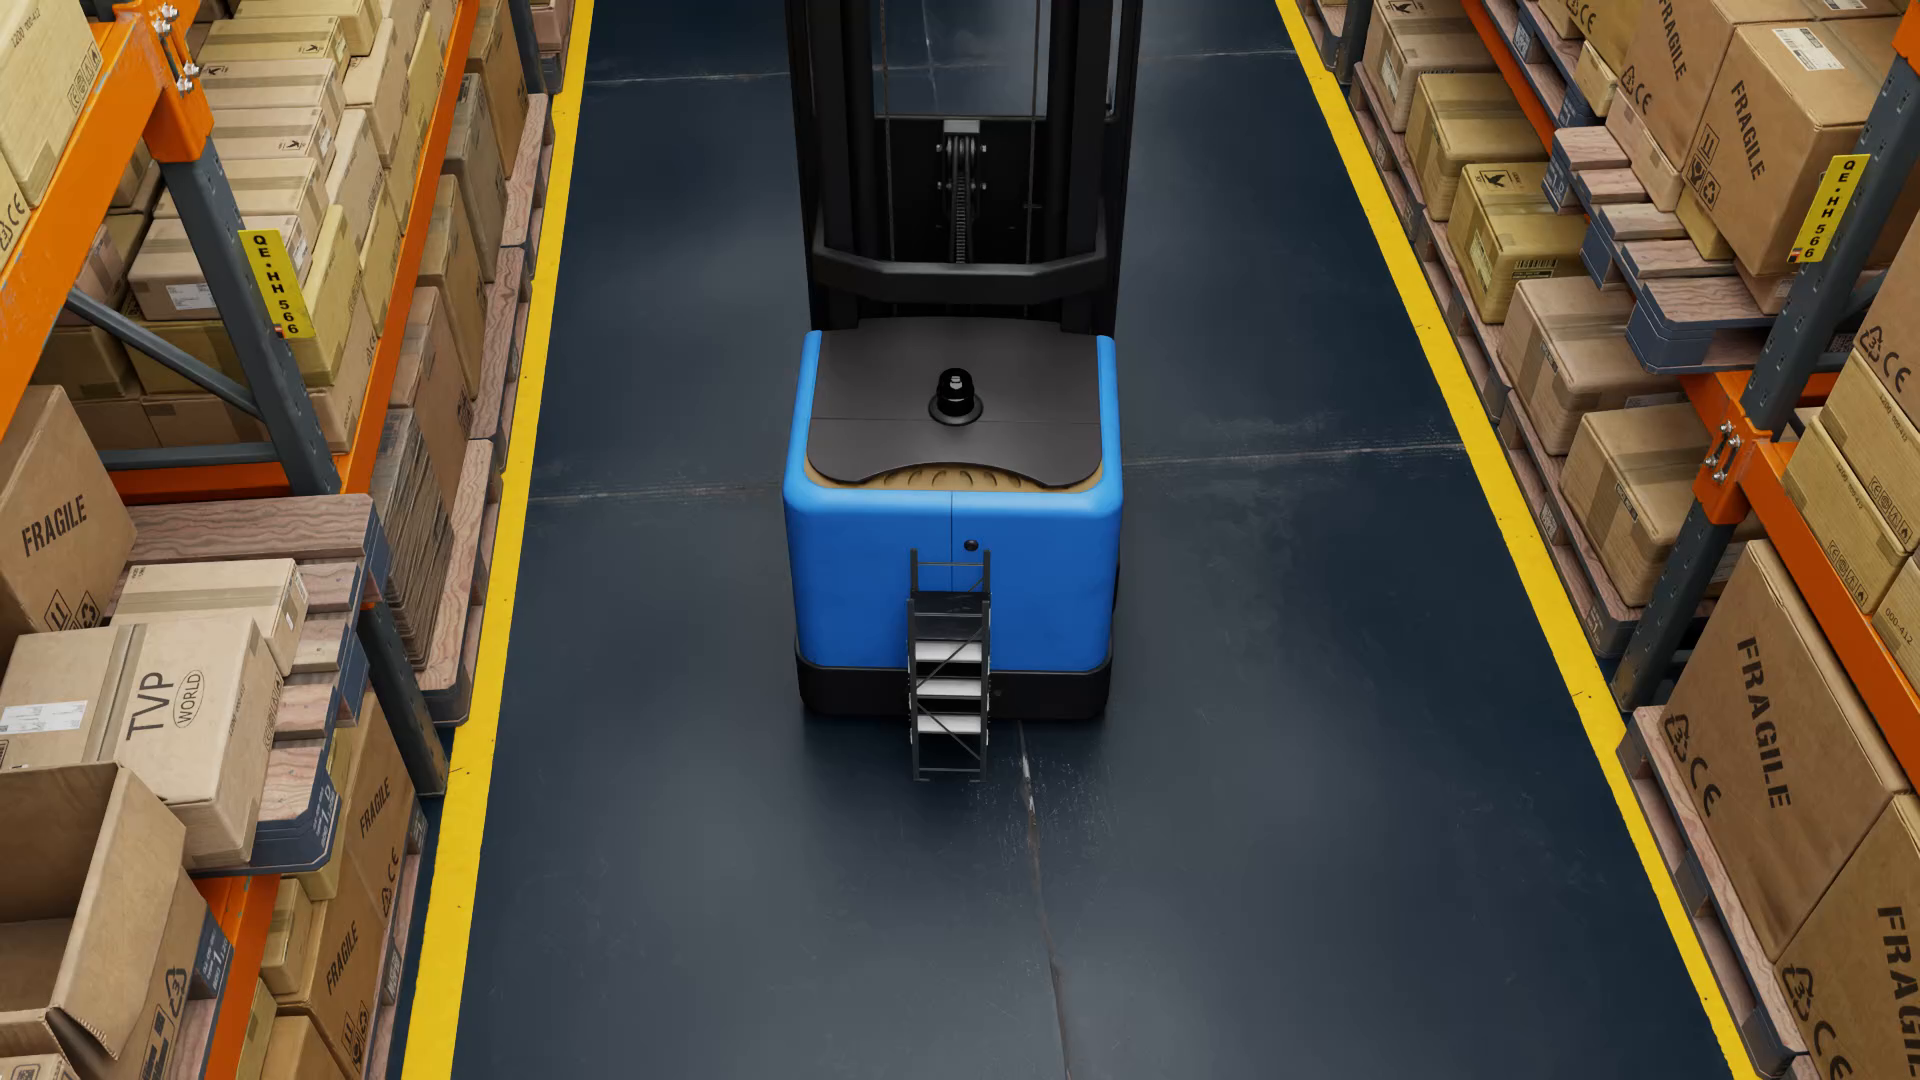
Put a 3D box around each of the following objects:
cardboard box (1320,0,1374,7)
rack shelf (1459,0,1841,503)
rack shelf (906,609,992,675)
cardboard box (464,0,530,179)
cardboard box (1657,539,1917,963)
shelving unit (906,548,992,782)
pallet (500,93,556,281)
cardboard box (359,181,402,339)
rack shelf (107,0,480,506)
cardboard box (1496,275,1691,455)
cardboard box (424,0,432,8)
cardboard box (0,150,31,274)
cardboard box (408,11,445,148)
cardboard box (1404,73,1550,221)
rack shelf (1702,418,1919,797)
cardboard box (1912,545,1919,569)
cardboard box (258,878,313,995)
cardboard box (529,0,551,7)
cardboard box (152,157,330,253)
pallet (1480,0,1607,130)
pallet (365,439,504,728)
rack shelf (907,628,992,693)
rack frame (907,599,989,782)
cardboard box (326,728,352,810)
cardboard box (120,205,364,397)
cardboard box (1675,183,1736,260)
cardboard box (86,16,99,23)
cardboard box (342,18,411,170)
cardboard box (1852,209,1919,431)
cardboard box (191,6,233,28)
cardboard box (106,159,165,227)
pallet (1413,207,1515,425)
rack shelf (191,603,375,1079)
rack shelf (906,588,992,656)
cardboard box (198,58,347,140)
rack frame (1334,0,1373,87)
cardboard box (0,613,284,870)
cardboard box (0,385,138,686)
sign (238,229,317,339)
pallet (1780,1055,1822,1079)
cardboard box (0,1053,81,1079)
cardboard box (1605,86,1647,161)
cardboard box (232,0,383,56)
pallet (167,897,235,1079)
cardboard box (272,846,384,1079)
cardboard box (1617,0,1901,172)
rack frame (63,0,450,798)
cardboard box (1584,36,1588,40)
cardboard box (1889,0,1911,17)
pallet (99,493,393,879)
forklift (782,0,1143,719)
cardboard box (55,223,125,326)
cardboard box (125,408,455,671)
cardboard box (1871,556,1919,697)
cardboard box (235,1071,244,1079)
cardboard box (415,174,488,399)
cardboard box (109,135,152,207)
[{"bbox_3d":[2.101,-3.014,8.643,0.500,0.250,0.500,-2,47,-1],"label":"cardboard box"},{"bbox_3d":[2.586,-1.709,6.298,1.077,0.370,4.000,-3,47,-3],"label":"rack shelf"},{"bbox_3d":[-0.031,0.312,5.133,0.258,0.077,0.200,1,47,1],"label":"rack shelf"},{"bbox_3d":[-2.472,-2.050,7.472,0.875,0.625,0.625,-2,47,-2],"label":"cardboard box"},{"bbox_3d":[2.729,0.581,4.808,0.875,0.875,0.875,-4,47,-4],"label":"cardboard box"},{"bbox_3d":[-0.031,0.413,5.239,0.258,0.900,0.210,1,47,1],"label":"shelving unit"},{"bbox_3d":[-2.427,-1.610,7.629,1.003,0.211,1.213,-3,47,-3],"label":"pallet"},{"bbox_3d":[-2.023,-0.854,5.096,0.500,0.250,0.500,-4,47,-4],"label":"cardboard box"},{"bbox_3d":[-2.360,-1.405,6.010,1.077,0.370,4.000,-3,47,-3],"label":"rack shelf"},{"bbox_3d":[2.646,-0.693,6.361,0.950,0.372,0.625,-4,47,-4],"label":"cardboard box"},{"bbox_3d":[-2.144,-2.138,5.968,0.500,0.250,0.500,-3,47,-3],"label":"cardboard box"},{"bbox_3d":[-1.865,-0.465,2.662,0.500,0.250,0.500,-3,47,-3],"label":"cardboard box"},{"bbox_3d":[-2.115,-1.602,5.804,0.500,0.250,0.500,-2,47,-2],"label":"cardboard box"},{"bbox_3d":[2.529,-1.745,7.358,0.950,0.372,0.625,-1,47,-1],"label":"cardboard box"},{"bbox_3d":[2.921,1.185,3.558,1.077,0.370,4.000,-3,47,-3],"label":"rack shelf"},{"bbox_3d":[2.592,0.126,3.824,0.500,0.250,0.500,-2,47,-2],"label":"cardboard box"},{"bbox_3d":[-1.867,1.017,4.206,0.380,0.149,0.250,-5,47,-5],"label":"cardboard box"},{"bbox_3d":[-2.260,-2.839,8.133,0.500,0.250,0.500,-4,47,-3],"label":"cardboard box"},{"bbox_3d":[-1.949,-0.904,4.525,0.380,0.149,0.250,-3,47,-2],"label":"cardboard box"},{"bbox_3d":[2.547,-1.874,6.091,1.003,0.211,1.213,-3,47,-3],"label":"pallet"},{"bbox_3d":[-2.222,0.155,5.957,1.003,0.211,1.213,-3,47,-3],"label":"pallet"},{"bbox_3d":[-0.031,0.374,5.198,0.258,0.077,0.200,1,47,1],"label":"rack shelf"},{"bbox_3d":[-0.034,0.487,5.169,0.240,0.900,0.006,1,47,1],"label":"rack frame"},{"bbox_3d":[-1.899,0.629,4.574,0.380,0.149,0.250,-6,47,-5],"label":"cardboard box"},{"bbox_3d":[-1.961,-0.663,4.571,0.500,0.250,0.500,-4,47,-3],"label":"cardboard box"},{"bbox_3d":[2.397,-0.980,4.996,0.380,0.149,0.250,-3,47,-3],"label":"cardboard box"},{"bbox_3d":[-2.654,-1.602,5.186,0.380,0.149,0.250,-4,47,-4],"label":"cardboard box"},{"bbox_3d":[-2.053,-1.404,5.272,0.500,0.250,0.500,-5,47,-4],"label":"cardboard box"},{"bbox_3d":[2.551,-0.516,3.915,0.500,0.500,0.500,-5,47,-5],"label":"cardboard box"},{"bbox_3d":[-2.625,-1.731,5.582,0.500,0.250,0.500,-4,47,-4],"label":"cardboard box"},{"bbox_3d":[-2.552,-1.004,4.894,0.500,0.250,0.500,-3,47,-3],"label":"cardboard box"},{"bbox_3d":[2.591,-0.997,7.049,1.003,0.211,1.213,-3,47,-3],"label":"pallet"},{"bbox_3d":[-2.025,1.489,3.269,1.077,0.370,4.000,-3,47,-3],"label":"rack shelf"},{"bbox_3d":[-0.031,0.250,5.067,0.258,0.077,0.200,1,47,1],"label":"rack shelf"},{"bbox_3d":[-2.031,-1.277,4.878,0.380,0.149,0.250,-3,47,-3],"label":"cardboard box"},{"bbox_3d":[2.419,-3.404,7.408,1.000,3.000,0.127,-3,47,-3],"label":"rack frame"},{"bbox_3d":[-1.782,0.445,3.576,0.500,0.250,0.500,-5,47,-5],"label":"cardboard box"},{"bbox_3d":[-2.305,-0.002,3.828,0.500,0.500,0.500,-2,47,-1],"label":"cardboard box"},{"bbox_3d":[-1.652,-0.616,4.025,0.100,0.325,0.005,-3,47,-3],"label":"sign"},{"bbox_3d":[2.843,1.905,4.301,1.003,0.211,1.213,-3,47,-3],"label":"pallet"},{"bbox_3d":[-1.784,1.204,2.686,0.700,0.500,0.500,-4,47,-3],"label":"cardboard box"},{"bbox_3d":[2.318,-1.342,5.339,0.380,0.149,0.250,-5,47,-5],"label":"cardboard box"},{"bbox_3d":[-2.044,-1.645,5.226,0.380,0.149,0.250,-3,47,-2],"label":"cardboard box"},{"bbox_3d":[-2.025,1.267,3.116,1.003,0.211,1.213,-3,47,-3],"label":"pallet"},{"bbox_3d":[-1.911,1.165,4.513,0.500,0.500,0.500,-4,47,-4],"label":"cardboard box"},{"bbox_3d":[2.384,-1.476,5.019,0.500,0.500,0.500,-4,47,-4],"label":"cardboard box"},{"bbox_3d":[-2.192,-0.205,4.379,1.000,3.000,0.127,-3,47,-3],"label":"rack frame"},{"bbox_3d":[2.386,-1.730,5.706,0.380,0.149,0.250,-3,47,-3],"label":"cardboard box"},{"bbox_3d":[2.896,-1.507,5.048,0.500,0.500,0.500,-1,47,-1],"label":"cardboard box"},{"bbox_3d":[-2.066,0.347,3.988,1.213,0.211,1.003,-3,47,-3],"label":"pallet"},{"bbox_3d":[0.018,-1.464,5.617,1.130,2.935,3.031,1,47,1],"label":"forklift"},{"bbox_3d":[-2.421,-0.686,4.318,0.380,0.149,0.250,-2,47,-2],"label":"cardboard box"},{"bbox_3d":[-2.231,0.015,5.516,0.875,0.625,0.625,-2,47,-2],"label":"cardboard box"},{"bbox_3d":[2.604,0.282,4.021,0.500,0.250,0.500,-5,47,-4],"label":"cardboard box"},{"bbox_3d":[-1.869,1.392,3.852,0.380,0.149,0.250,-4,47,-4],"label":"cardboard box"},{"bbox_3d":[-2.350,-0.945,6.425,0.875,0.625,0.625,-5,47,-5],"label":"cardboard box"},{"bbox_3d":[-2.516,-1.059,4.672,0.380,0.149,0.250,-4,47,-3],"label":"cardboard box"}]
